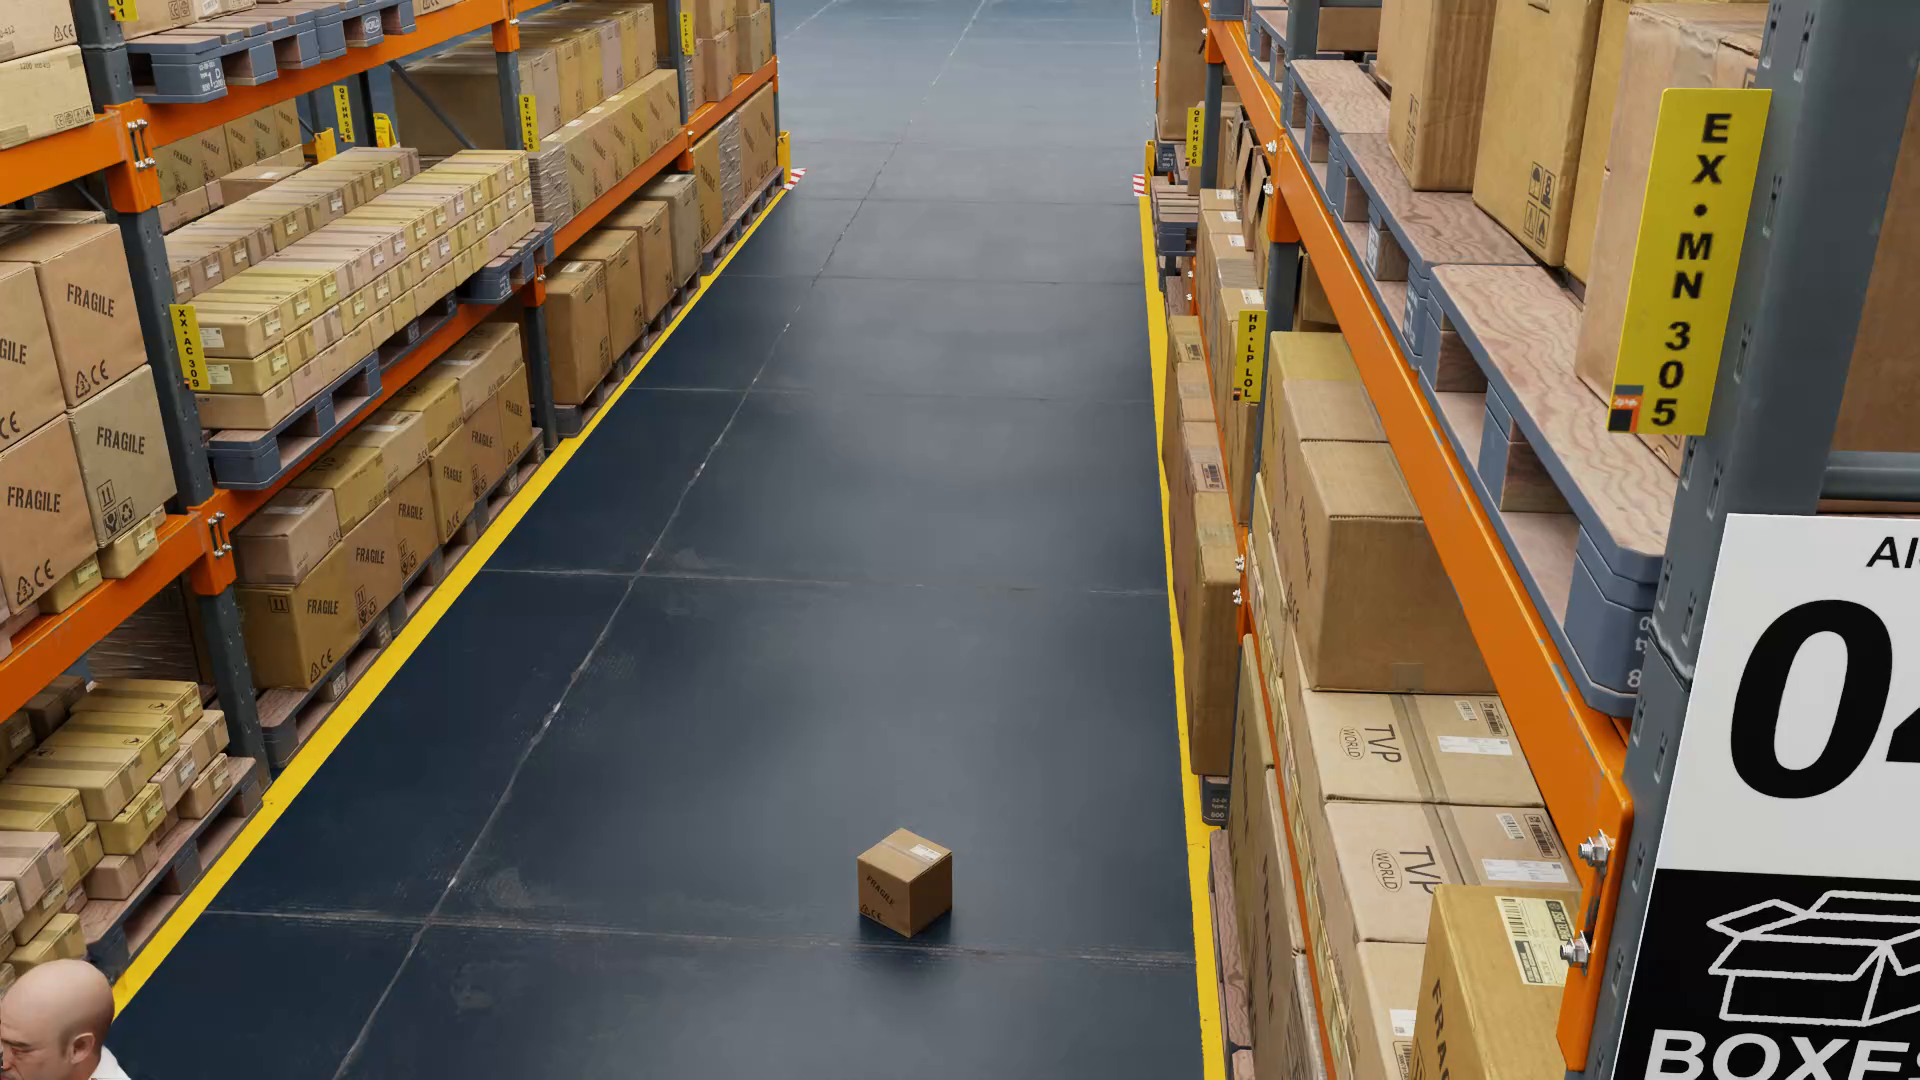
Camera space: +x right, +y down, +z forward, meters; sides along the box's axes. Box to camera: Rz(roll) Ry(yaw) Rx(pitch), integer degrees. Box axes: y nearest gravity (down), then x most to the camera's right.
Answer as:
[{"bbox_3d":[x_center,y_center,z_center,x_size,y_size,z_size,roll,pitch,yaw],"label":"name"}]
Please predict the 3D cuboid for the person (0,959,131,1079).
[{"bbox_3d":[-1.741,1.633,3.483,0.559,1.745,1.012,12,27,24],"label":"person"}]
